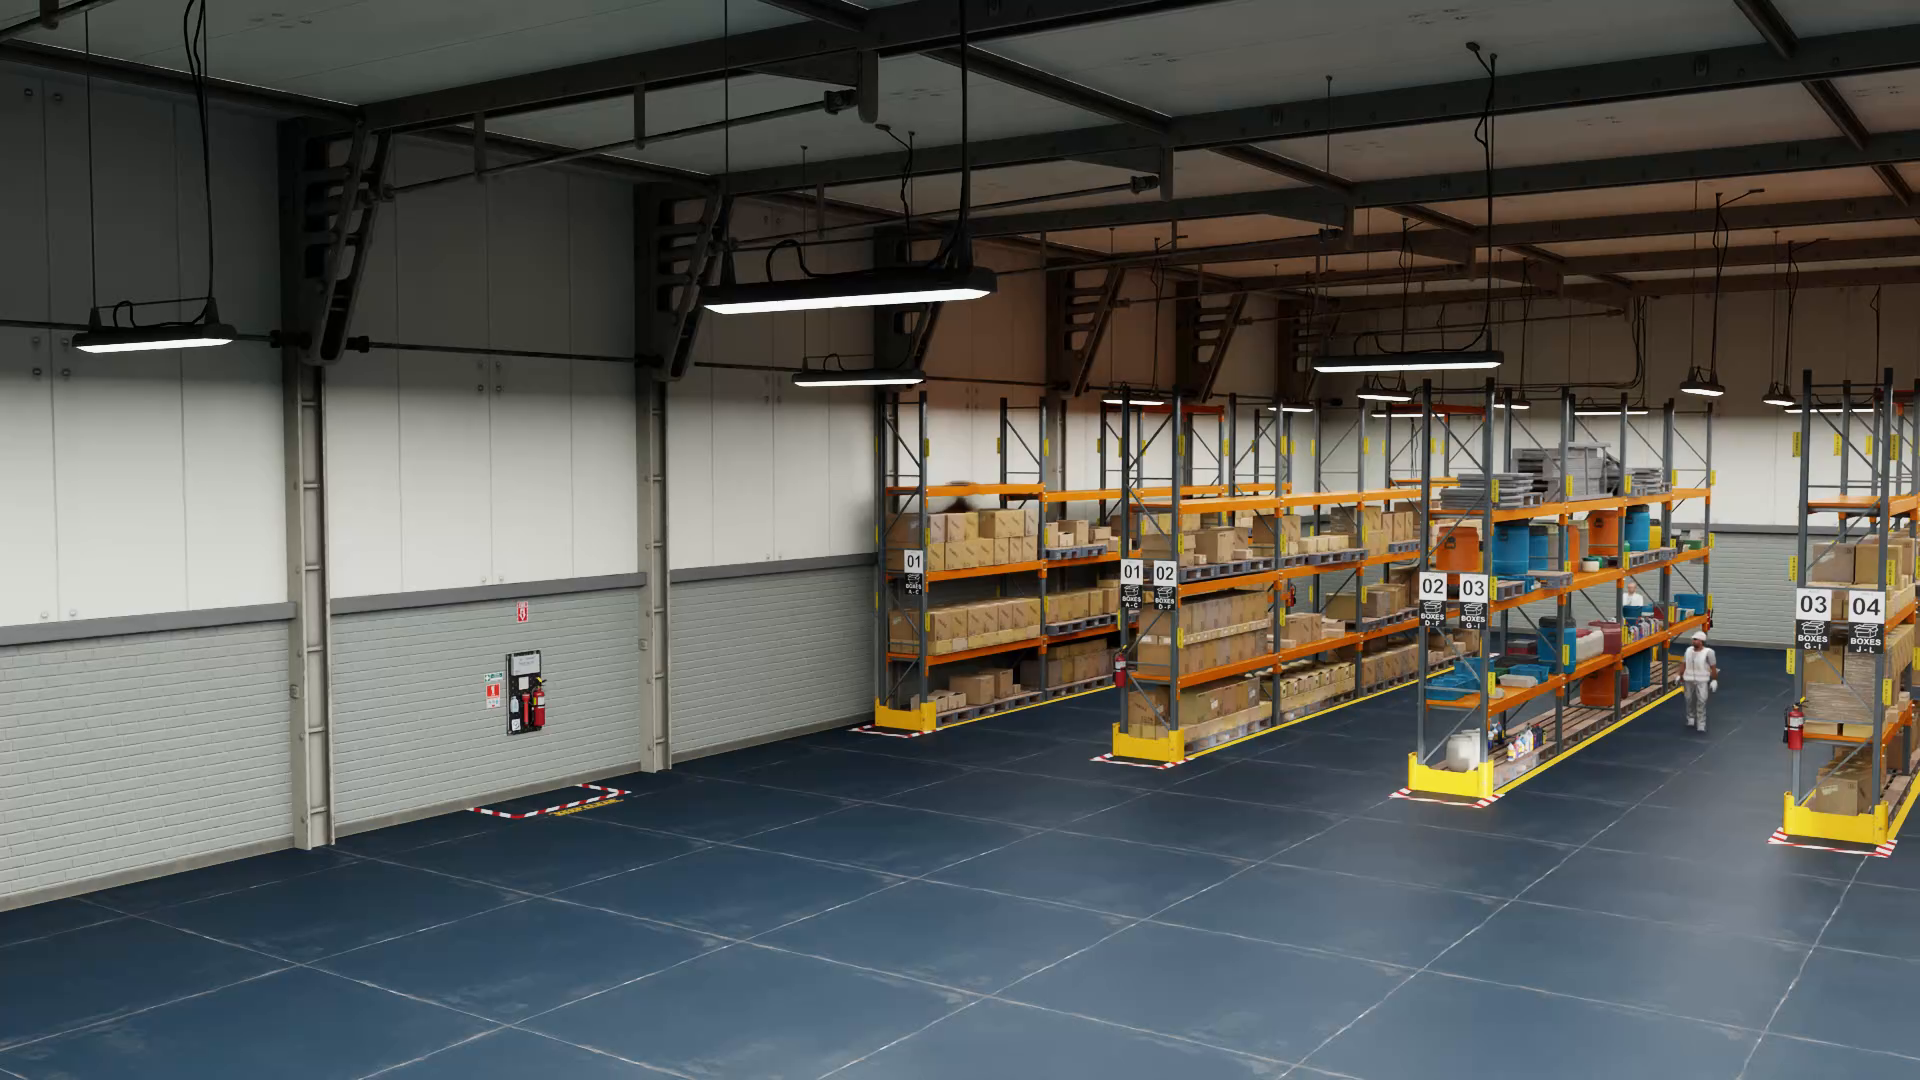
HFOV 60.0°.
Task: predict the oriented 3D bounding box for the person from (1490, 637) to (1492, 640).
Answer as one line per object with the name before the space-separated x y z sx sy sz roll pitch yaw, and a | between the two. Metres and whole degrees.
person | 13.610 1.716 43.429 0.620 1.776 0.469 1 3 13

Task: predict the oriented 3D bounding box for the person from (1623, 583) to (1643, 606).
person | 16.012 1.901 39.760 0.579 1.737 1.031 2 4 32

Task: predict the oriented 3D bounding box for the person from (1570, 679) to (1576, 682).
person | 12.634 2.245 34.986 0.784 1.600 0.517 -2 4 -34

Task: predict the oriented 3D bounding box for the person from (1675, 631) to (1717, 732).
person | 13.008 2.487 29.391 0.692 1.736 1.009 2 4 28
